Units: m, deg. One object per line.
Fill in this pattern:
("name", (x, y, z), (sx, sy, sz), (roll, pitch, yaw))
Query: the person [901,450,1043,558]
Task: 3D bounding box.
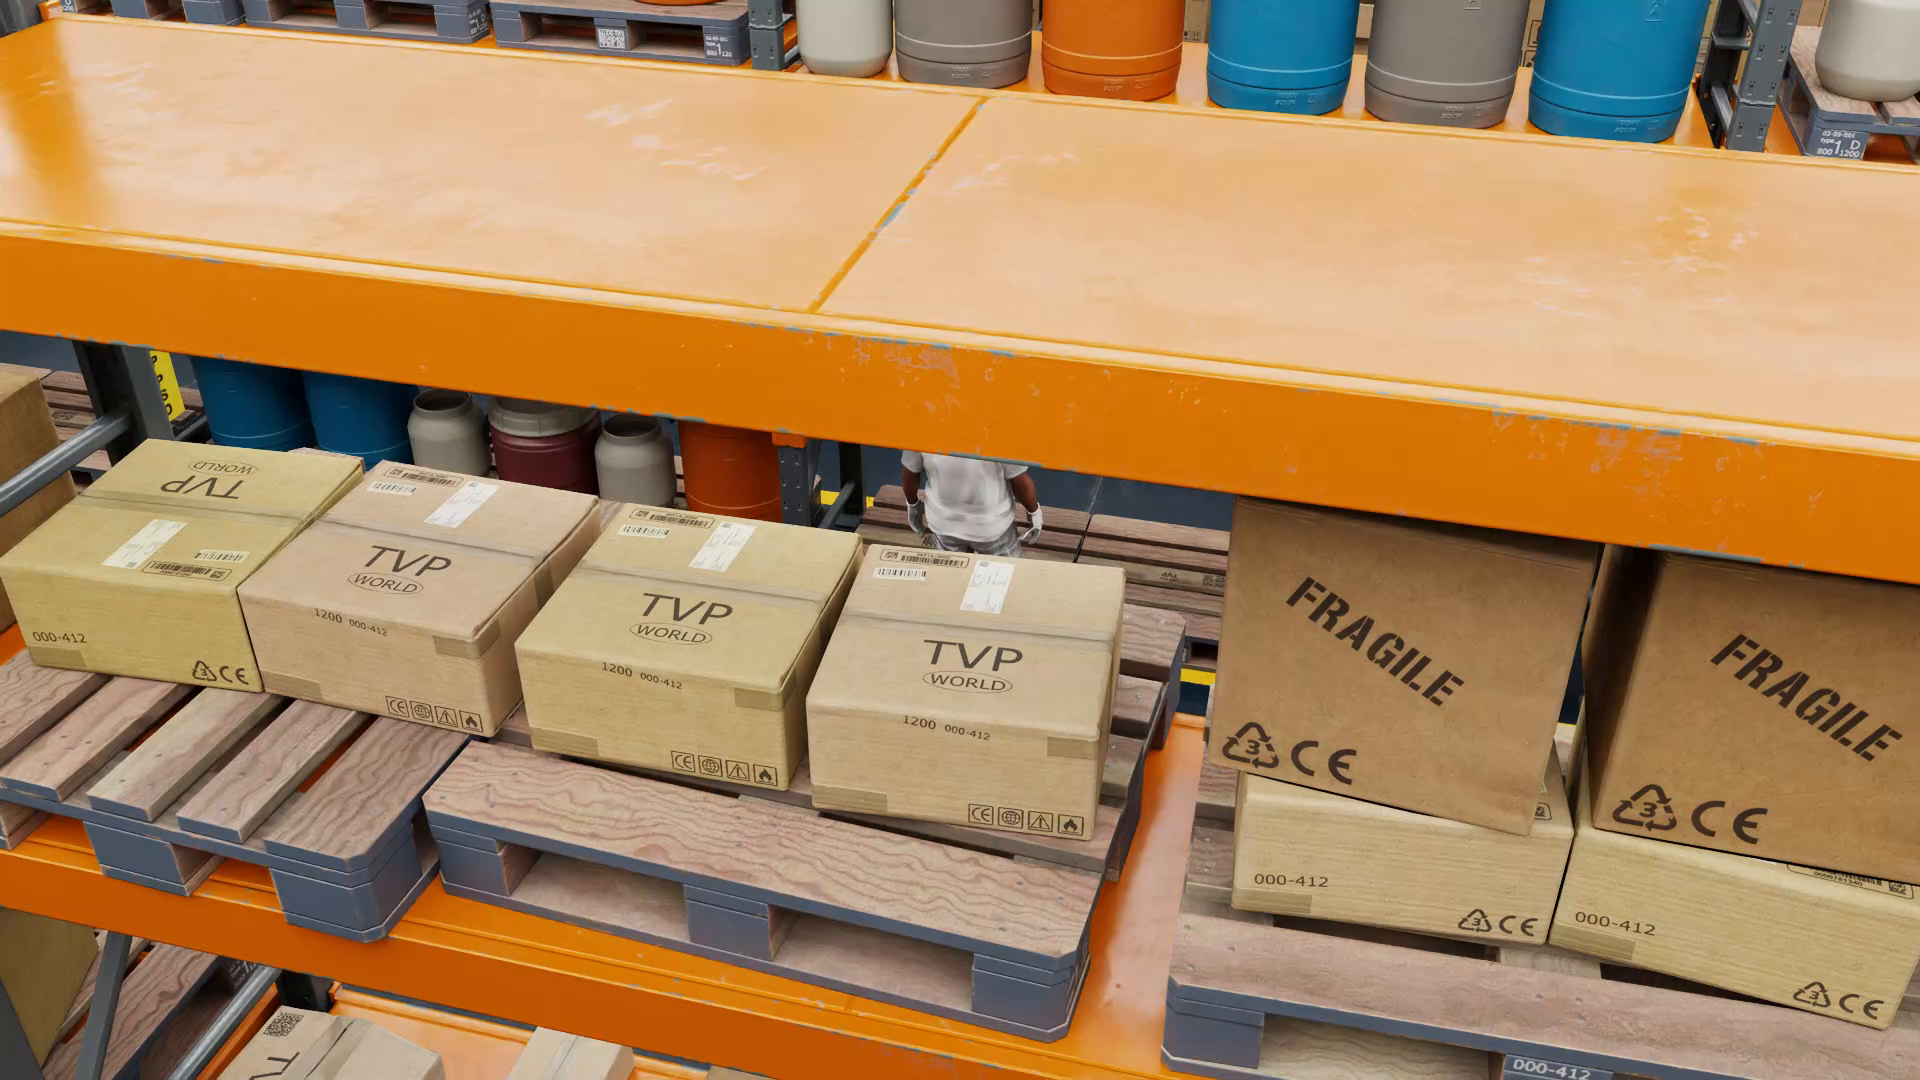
("person", (0.076, -0.147, 7.857), (0.656, 1.782, 0.577), (8, 33, 12))
